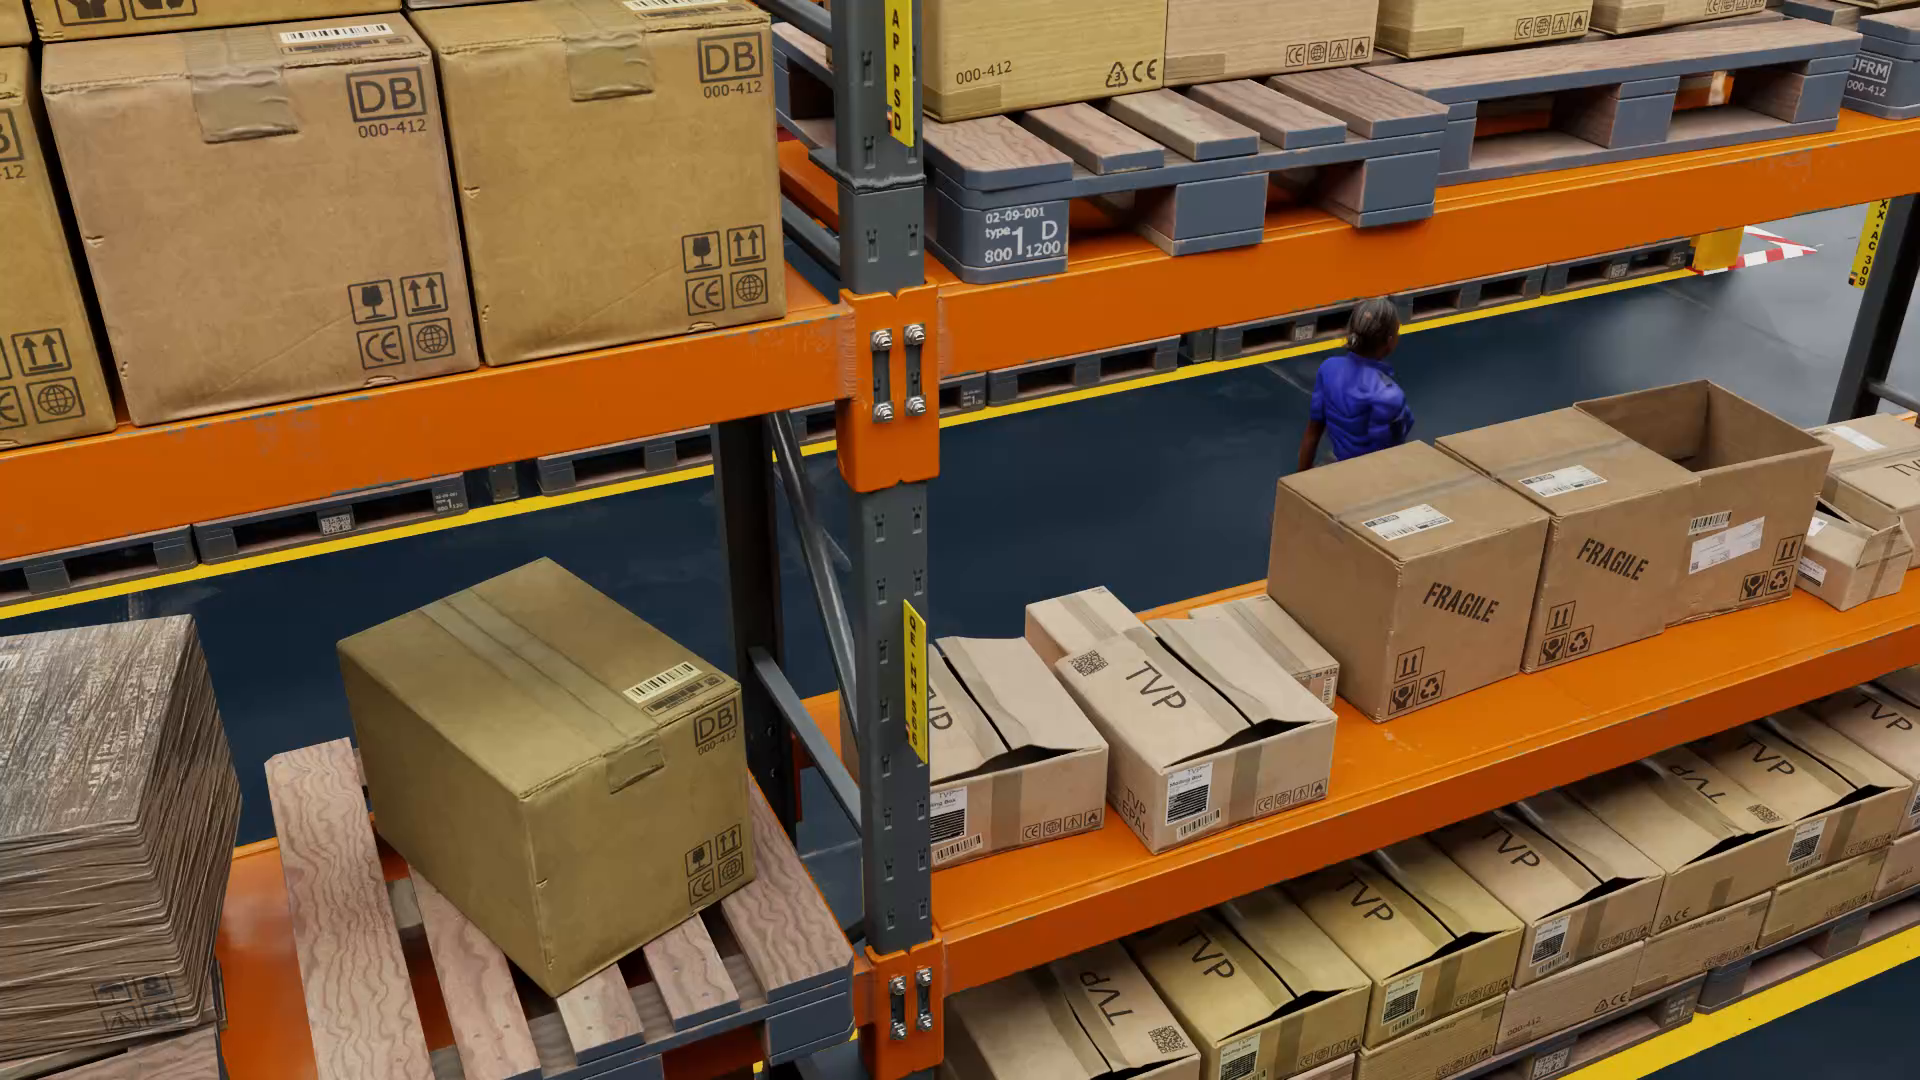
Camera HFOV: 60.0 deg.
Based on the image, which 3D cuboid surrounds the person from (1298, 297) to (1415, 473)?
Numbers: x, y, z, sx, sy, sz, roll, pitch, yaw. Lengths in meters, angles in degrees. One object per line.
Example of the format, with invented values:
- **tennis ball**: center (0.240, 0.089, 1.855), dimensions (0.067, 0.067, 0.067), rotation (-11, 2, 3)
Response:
- **person**: center (1.459, -0.143, 6.356), dimensions (0.760, 1.627, 0.461), rotation (-12, 32, -20)
